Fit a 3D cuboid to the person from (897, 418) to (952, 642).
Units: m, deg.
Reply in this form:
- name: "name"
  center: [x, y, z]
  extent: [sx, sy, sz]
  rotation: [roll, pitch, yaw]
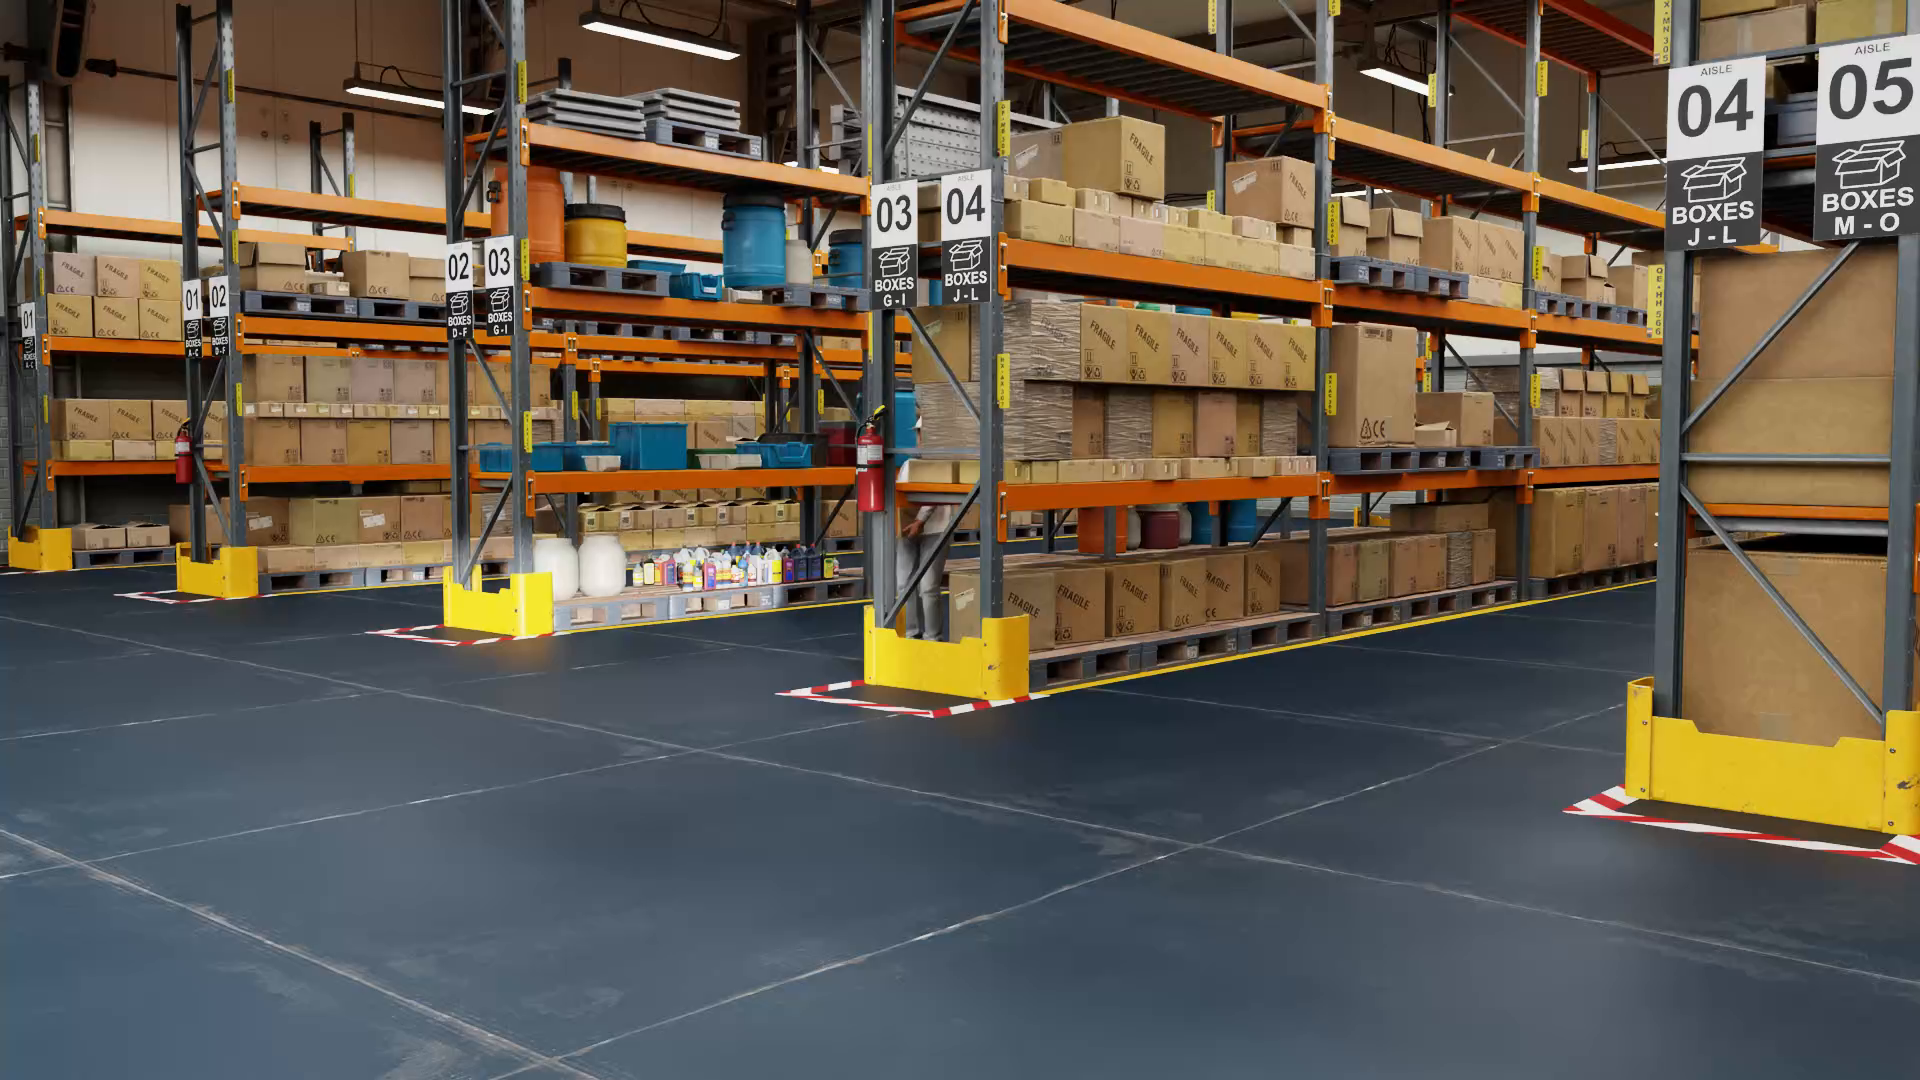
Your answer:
- name: "person"
  center: [-0.312, -0.038, 12.174]
  extent: [0.495, 1.768, 0.554]
  rotation: [3, 5, 40]
